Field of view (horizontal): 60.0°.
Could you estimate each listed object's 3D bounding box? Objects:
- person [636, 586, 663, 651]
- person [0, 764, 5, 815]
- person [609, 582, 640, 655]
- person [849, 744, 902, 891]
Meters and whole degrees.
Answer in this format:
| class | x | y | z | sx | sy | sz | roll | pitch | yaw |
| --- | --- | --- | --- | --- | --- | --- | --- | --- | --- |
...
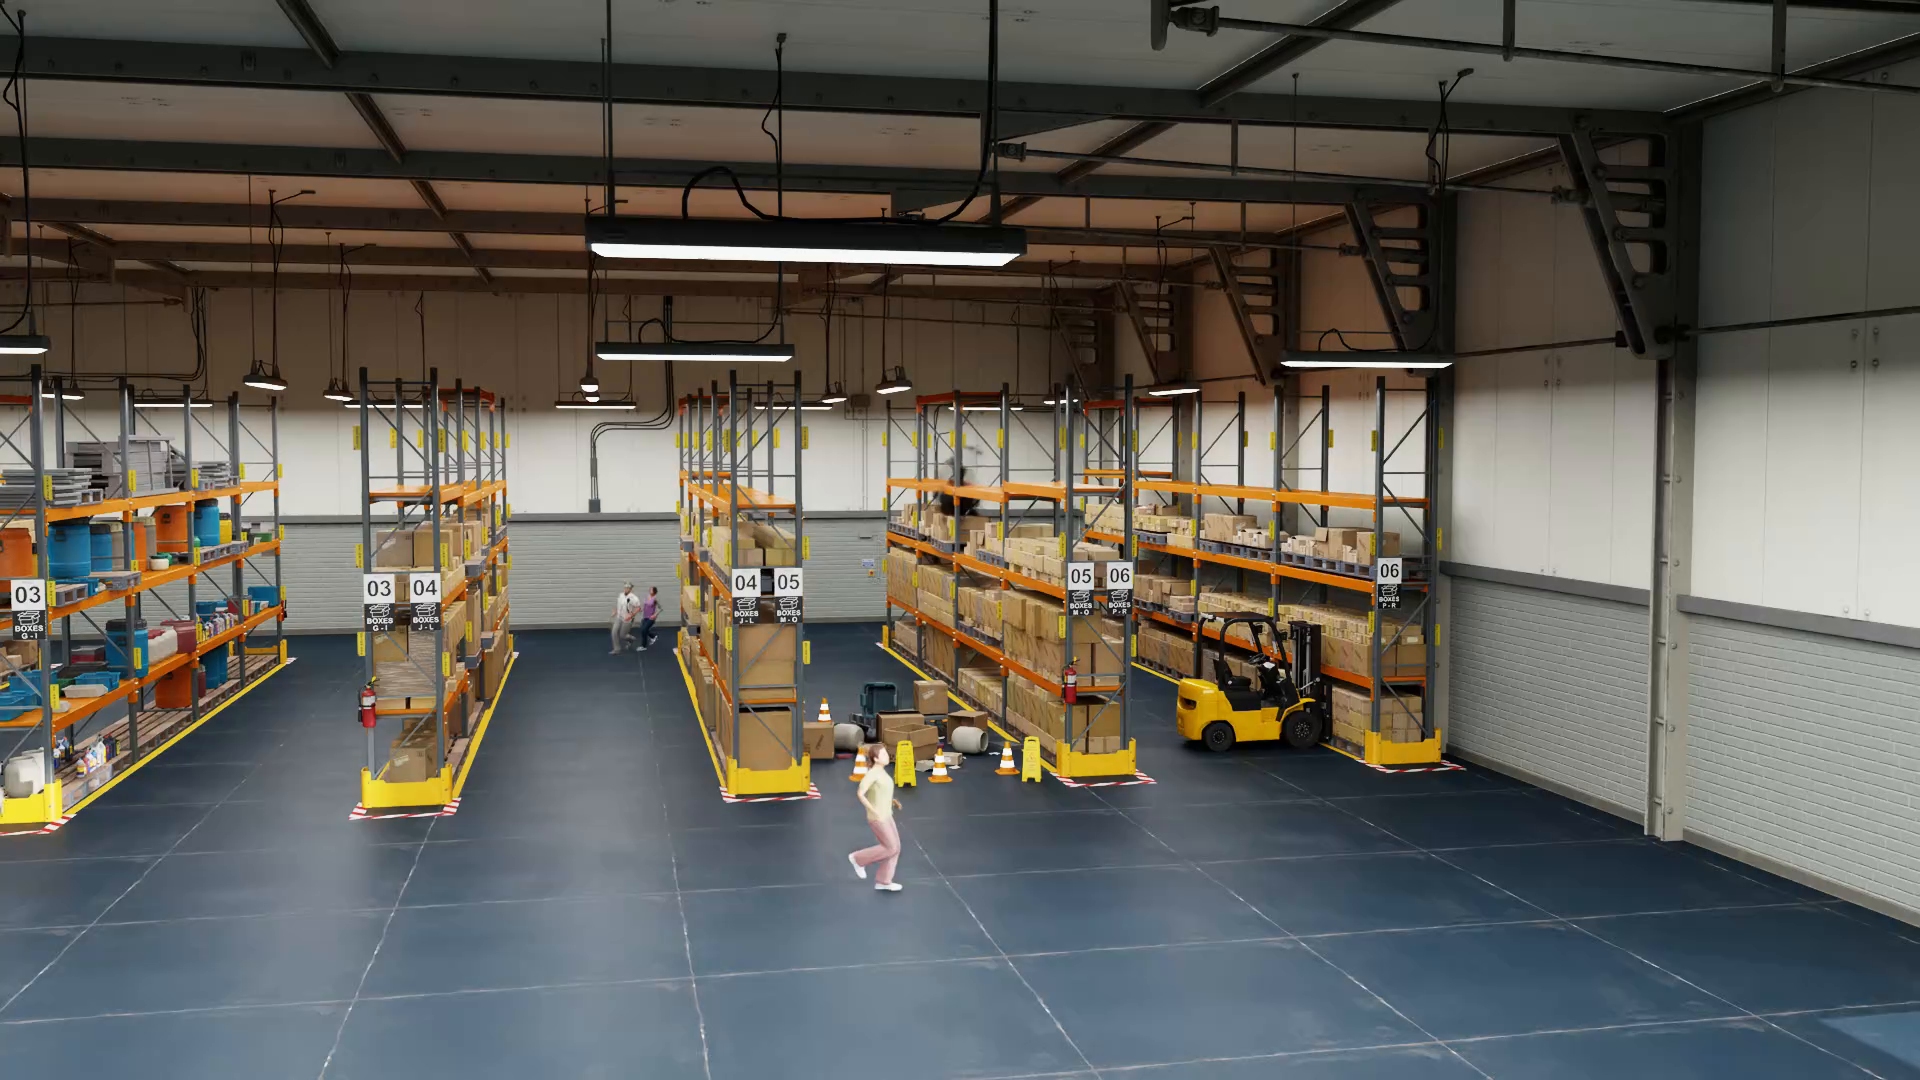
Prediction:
| class | x | y | z | sx | sy | sz | roll | pitch | yaw |
| --- | --- | --- | --- | --- | --- | --- | --- | --- | --- |
| person | -7.387 | 1.877 | 39.745 | 0.603 | 1.540 | 0.623 | 3 | 4 | 38 |
| person | -11.858 | 2.919 | 20.183 | 0.620 | 1.781 | 0.689 | 2 | 4 | 27 |
| person | -7.833 | 1.831 | 39.060 | 0.703 | 1.714 | 0.620 | 2 | 4 | 27 |
| person | -0.931 | 3.085 | 18.532 | 0.597 | 1.624 | 0.582 | 1 | 4 | 15 |
